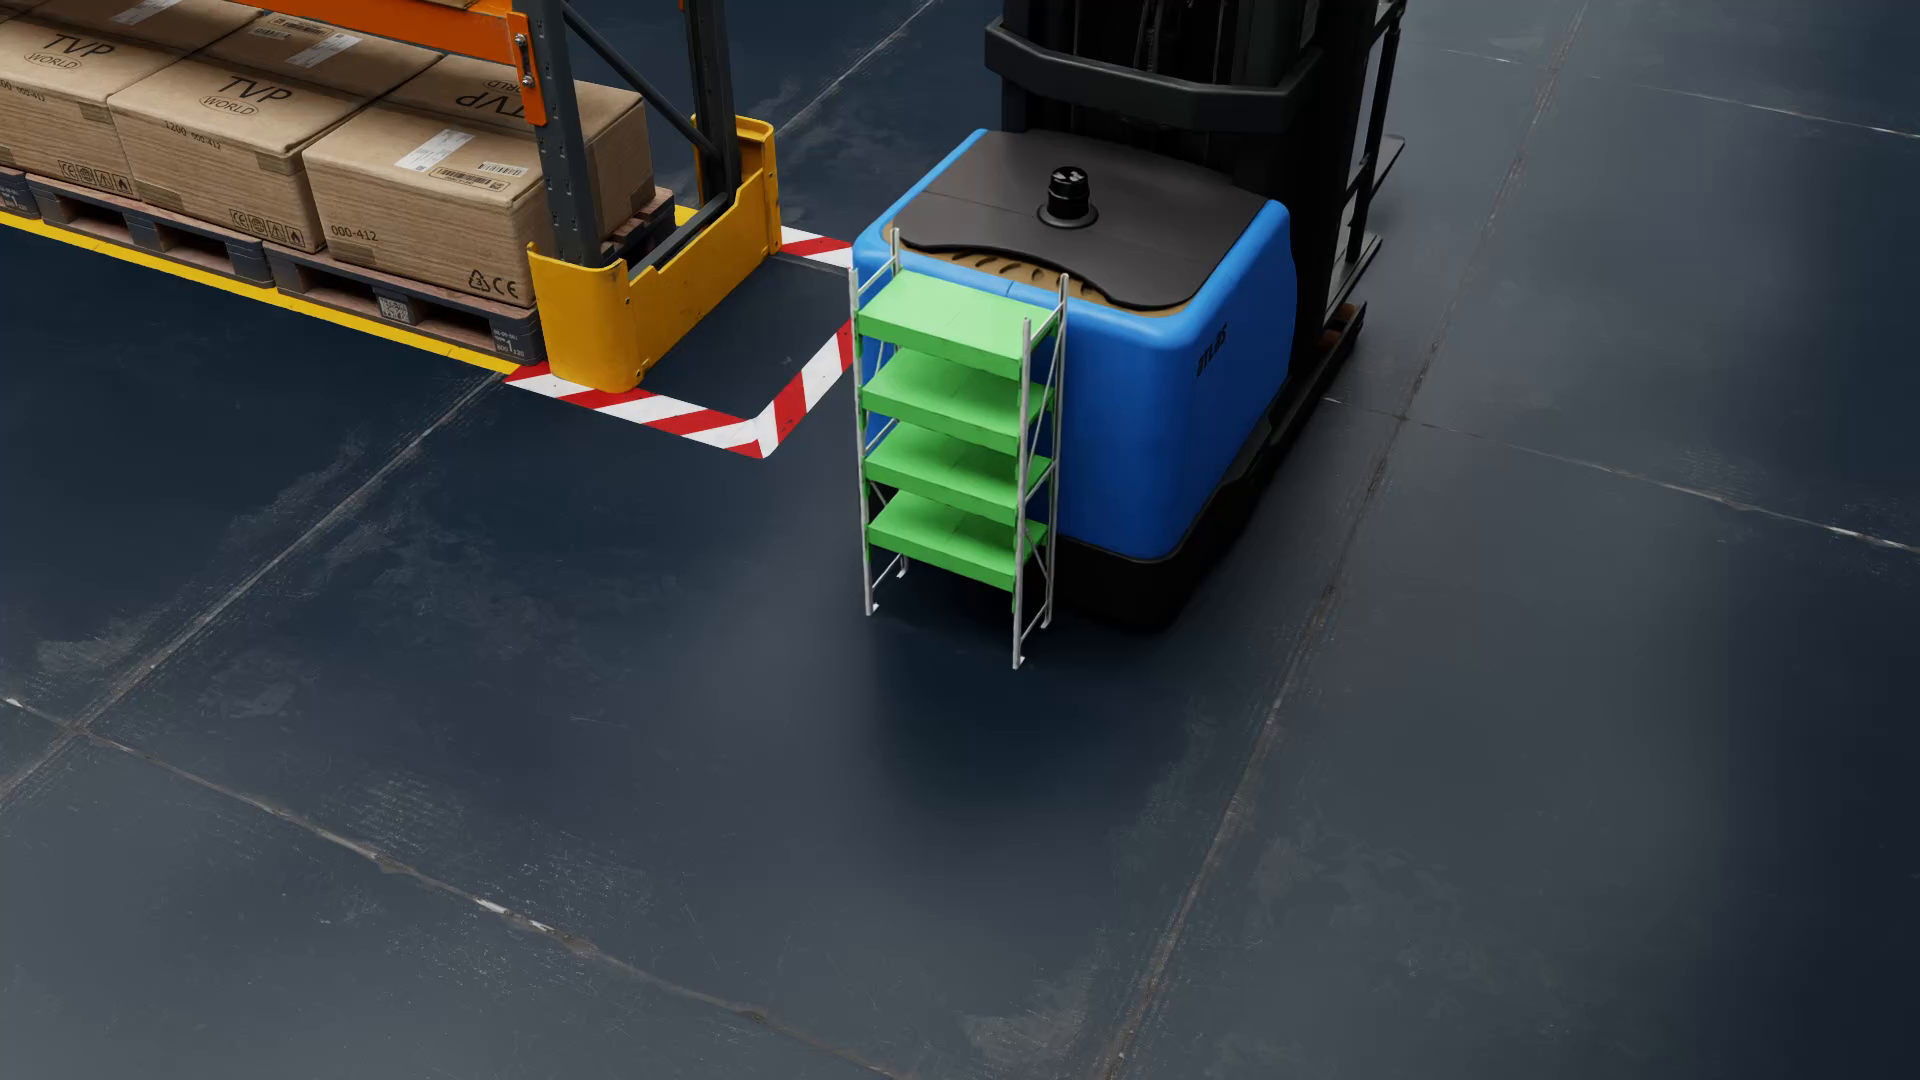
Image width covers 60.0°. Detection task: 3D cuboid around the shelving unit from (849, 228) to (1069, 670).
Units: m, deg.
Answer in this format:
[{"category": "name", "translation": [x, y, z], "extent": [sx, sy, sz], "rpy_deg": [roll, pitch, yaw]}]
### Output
[{"category": "shelving unit", "translation": [-0.004, -0.222, 4.590], "extent": [0.503, 1.200, 0.258], "rpy_deg": [19, 44, 20]}]

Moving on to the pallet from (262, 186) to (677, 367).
[{"category": "pallet", "translation": [-1.865, -1.155, 6.422], "extent": [1.213, 0.211, 1.003], "rpy_deg": [17, 44, 19]}]

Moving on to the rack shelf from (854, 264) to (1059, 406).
[{"category": "rack shelf", "translation": [-0.004, -0.536, 4.317], "extent": [0.480, 0.148, 0.258], "rpy_deg": [19, 44, 20]}]

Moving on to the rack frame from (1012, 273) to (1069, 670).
[{"category": "rack frame", "translation": [0.213, -0.148, 4.505], "extent": [0.015, 1.200, 0.240], "rpy_deg": [19, 44, 20]}]

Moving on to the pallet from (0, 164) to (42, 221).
[{"category": "pallet", "translation": [-4.076, -1.831, 7.201], "extent": [1.213, 0.211, 1.003], "rpy_deg": [17, 44, 19]}]

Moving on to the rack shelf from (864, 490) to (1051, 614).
[{"category": "rack shelf", "translation": [-0.004, 0.008, 4.789], "extent": [0.480, 0.148, 0.258], "rpy_deg": [19, 44, 20]}]

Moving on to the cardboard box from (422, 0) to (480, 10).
[{"category": "cardboard box", "translation": [-1.656, -2.048, 5.247], "extent": [0.500, 0.500, 0.500], "rpy_deg": [17, 44, 19]}]

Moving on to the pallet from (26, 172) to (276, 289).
[{"category": "pallet", "translation": [-2.967, -1.494, 6.813], "extent": [1.213, 0.211, 1.003], "rpy_deg": [17, 44, 19]}]

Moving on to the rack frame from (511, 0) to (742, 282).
[{"category": "rack frame", "translation": [-1.107, -2.034, 5.307], "extent": [0.127, 3.000, 1.000], "rpy_deg": [17, 44, 19]}]

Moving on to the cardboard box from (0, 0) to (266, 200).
[{"category": "cardboard box", "translation": [-3.397, -1.847, 6.727], "extent": [0.875, 0.438, 0.875], "rpy_deg": [16, 43, 17]}]

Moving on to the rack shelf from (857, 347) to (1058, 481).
[{"category": "rack shelf", "translation": [-0.004, -0.355, 4.474], "extent": [0.480, 0.148, 0.258], "rpy_deg": [19, 44, 20]}]

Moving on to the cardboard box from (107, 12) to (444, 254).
[{"category": "cardboard box", "translation": [-2.581, -1.597, 6.437], "extent": [0.875, 0.438, 0.875], "rpy_deg": [18, 44, 20]}]

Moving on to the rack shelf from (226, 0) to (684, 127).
[{"category": "rack shelf", "translation": [-2.920, -2.316, 6.181], "extent": [4.000, 0.370, 1.077], "rpy_deg": [17, 44, 19]}]

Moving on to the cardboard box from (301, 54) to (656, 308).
[{"category": "cardboard box", "translation": [-1.748, -1.348, 6.151], "extent": [0.875, 0.438, 0.875], "rpy_deg": [16, 43, 17]}]

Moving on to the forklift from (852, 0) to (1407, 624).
[{"category": "forklift", "translation": [0.818, -1.820, 5.112], "extent": [1.130, 2.935, 3.031], "rpy_deg": [19, 44, 21]}]

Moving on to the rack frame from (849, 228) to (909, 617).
[{"category": "rack frame", "translation": [-0.221, -0.295, 4.674], "extent": [0.015, 1.200, 0.240], "rpy_deg": [19, 44, 20]}]

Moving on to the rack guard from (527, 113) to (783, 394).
[{"category": "rack guard", "translation": [-1.086, -1.083, 6.118], "extent": [0.348, 0.500, 1.175], "rpy_deg": [17, 44, 19]}]

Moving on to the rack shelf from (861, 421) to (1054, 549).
[{"category": "rack shelf", "translation": [-0.004, -0.173, 4.632], "extent": [0.480, 0.148, 0.258], "rpy_deg": [19, 44, 20]}]

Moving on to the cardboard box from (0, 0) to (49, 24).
[{"category": "cardboard box", "translation": [-4.209, -2.095, 7.012], "extent": [0.875, 0.438, 0.875], "rpy_deg": [16, 44, 18]}]
